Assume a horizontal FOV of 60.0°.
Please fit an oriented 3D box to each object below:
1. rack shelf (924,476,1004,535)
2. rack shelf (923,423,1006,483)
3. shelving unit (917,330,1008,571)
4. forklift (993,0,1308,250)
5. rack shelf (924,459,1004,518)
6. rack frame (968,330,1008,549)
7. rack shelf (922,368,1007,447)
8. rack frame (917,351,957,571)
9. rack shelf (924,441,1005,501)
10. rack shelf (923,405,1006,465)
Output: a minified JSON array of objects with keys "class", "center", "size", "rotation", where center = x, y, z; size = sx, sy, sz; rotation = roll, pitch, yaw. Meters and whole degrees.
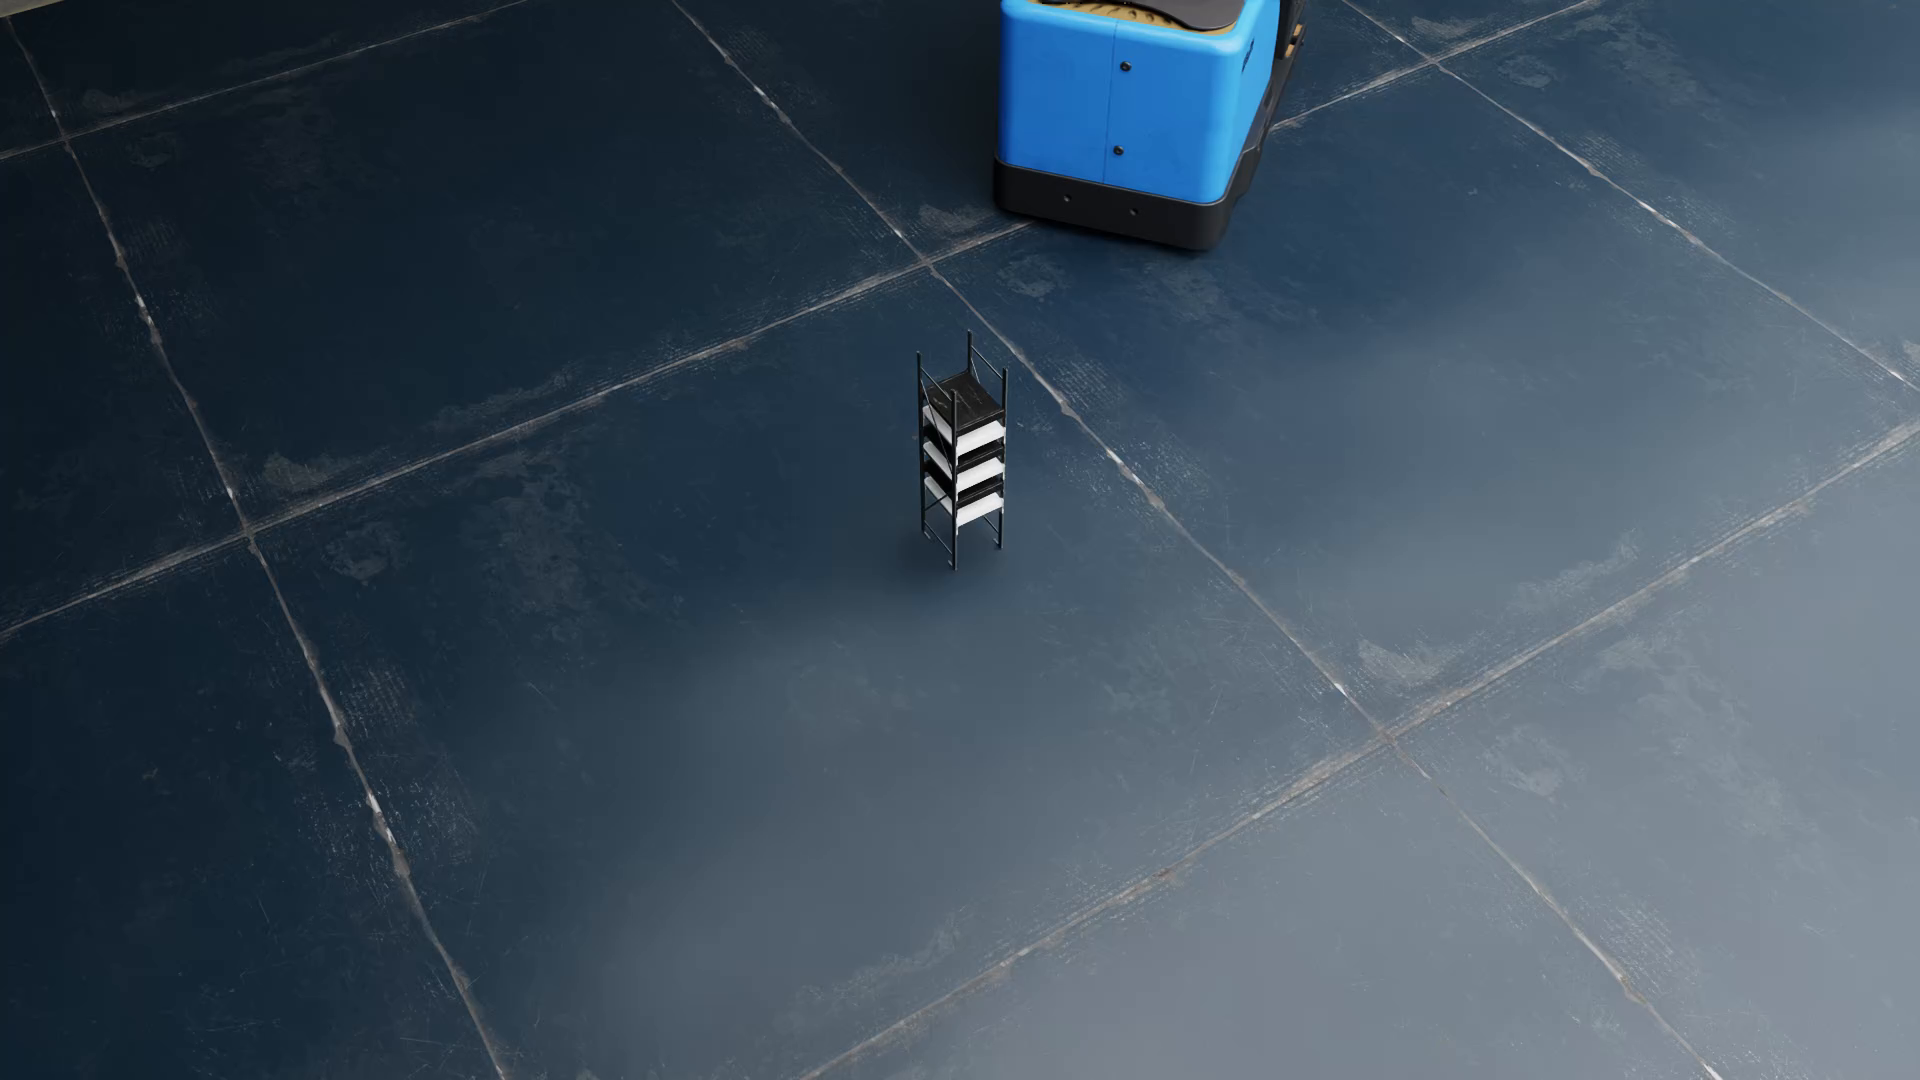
[{"class":"rack shelf","center":[0.007,-0.161,6.076],"size":[0.200,0.077,0.258],"rotation":[-25,53,-21]},{"class":"rack shelf","center":[0.007,-0.340,5.874],"size":[0.200,0.077,0.258],"rotation":[-25,53,-21]},{"class":"shelving unit","center":[0.007,-0.303,5.917],"size":[0.210,0.900,0.258],"rotation":[-25,53,-21]},{"class":"forklift","center":[1.112,-3.372,7.290],"size":[1.130,2.935,3.031],"rotation":[15,50,13]},{"class":"rack shelf","center":[0.007,-0.220,6.009],"size":[0.200,0.077,0.258],"rotation":[-25,53,-21]},{"class":"rack frame","center":[0.093,-0.343,5.953],"size":[0.006,0.900,0.240],"rotation":[-25,53,-21]},{"class":"rack shelf","center":[0.007,-0.460,5.740],"size":[0.200,0.077,0.258],"rotation":[-25,53,-21]},{"class":"rack frame","center":[-0.079,-0.262,5.881],"size":[0.006,0.900,0.240],"rotation":[-25,53,-21]},{"class":"rack shelf","center":[0.007,-0.280,5.942],"size":[0.200,0.077,0.258],"rotation":[-25,53,-21]},{"class":"rack shelf","center":[0.007,-0.400,5.807],"size":[0.200,0.077,0.258],"rotation":[-25,53,-21]}]
